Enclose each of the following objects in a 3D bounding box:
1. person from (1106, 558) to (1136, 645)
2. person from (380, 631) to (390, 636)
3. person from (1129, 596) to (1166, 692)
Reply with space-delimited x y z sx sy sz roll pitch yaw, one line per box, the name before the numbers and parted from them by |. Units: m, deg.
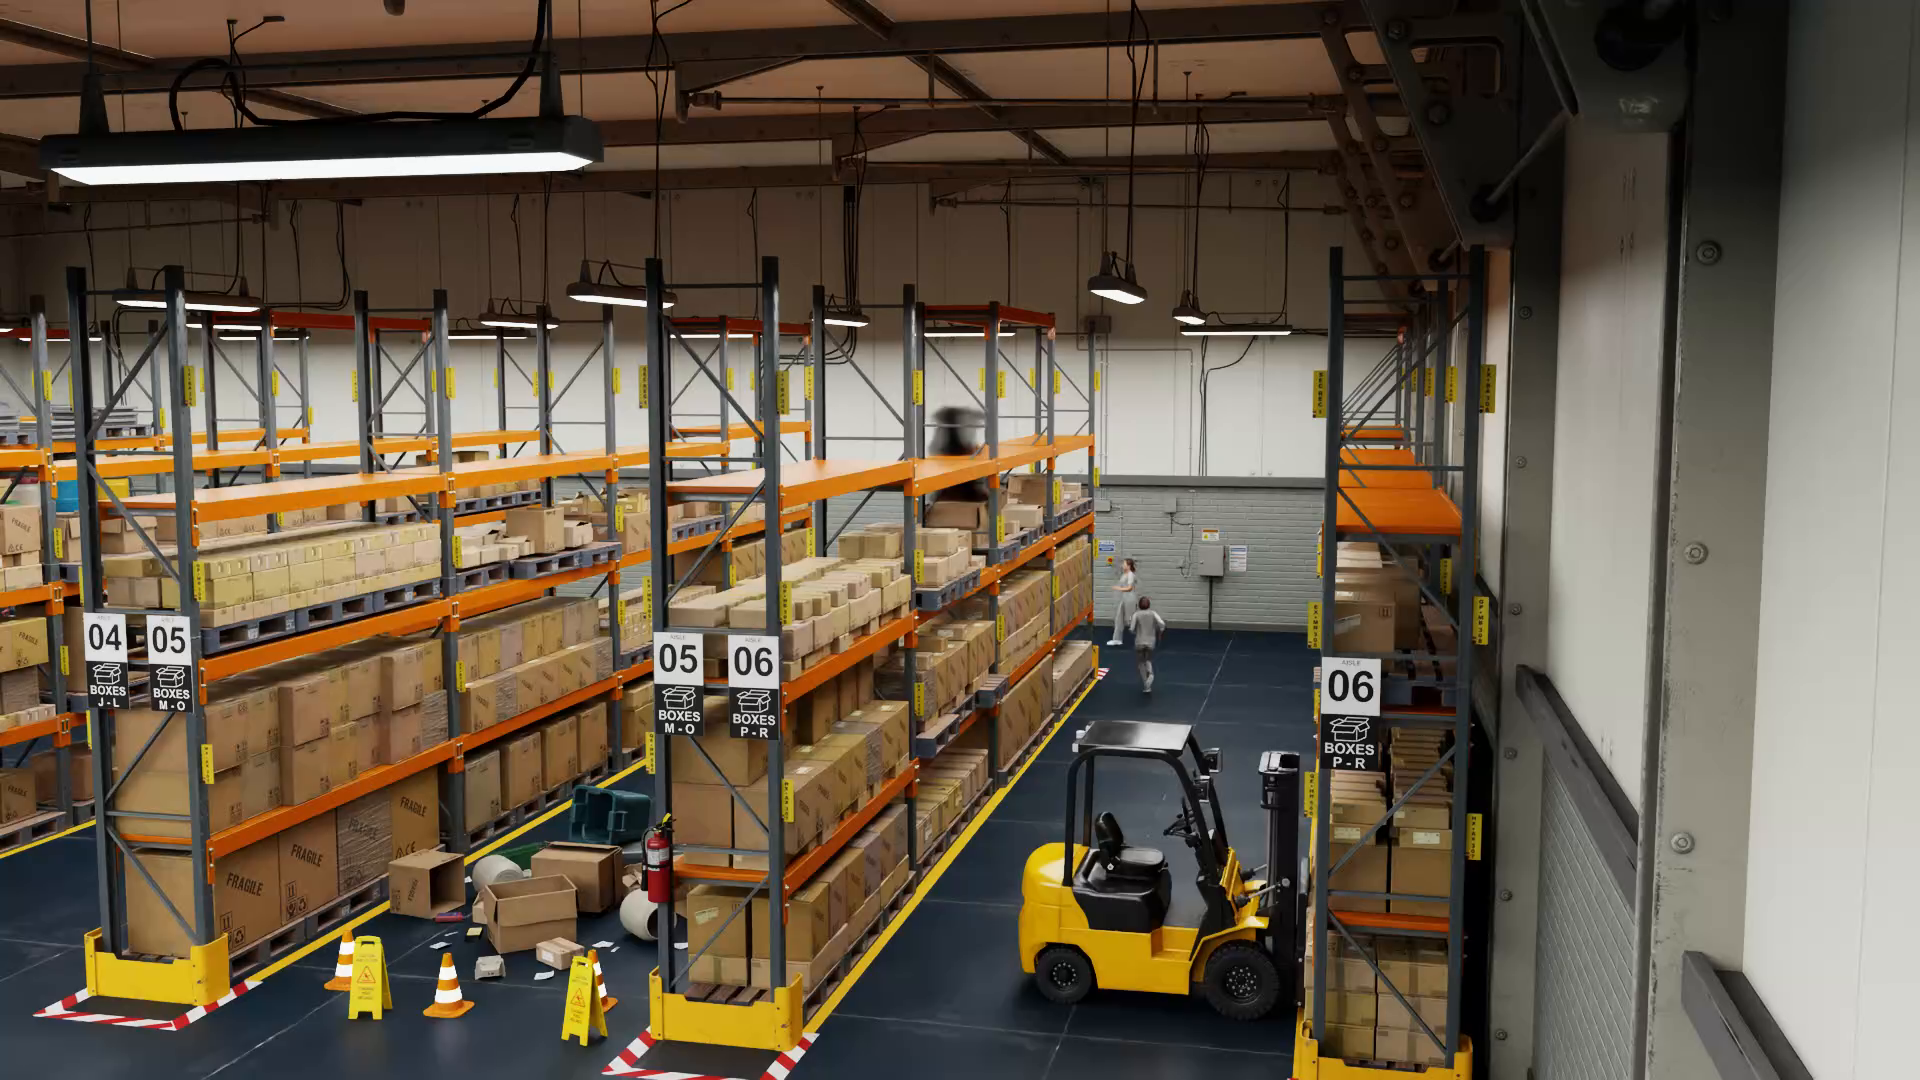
person | 3.203 1.162 31.297 0.907 1.641 0.576 0 6 -4
person | -7.858 1.962 22.817 0.631 1.730 1.056 0 6 2
person | 3.008 1.681 26.897 0.551 1.564 0.544 -1 6 -6
